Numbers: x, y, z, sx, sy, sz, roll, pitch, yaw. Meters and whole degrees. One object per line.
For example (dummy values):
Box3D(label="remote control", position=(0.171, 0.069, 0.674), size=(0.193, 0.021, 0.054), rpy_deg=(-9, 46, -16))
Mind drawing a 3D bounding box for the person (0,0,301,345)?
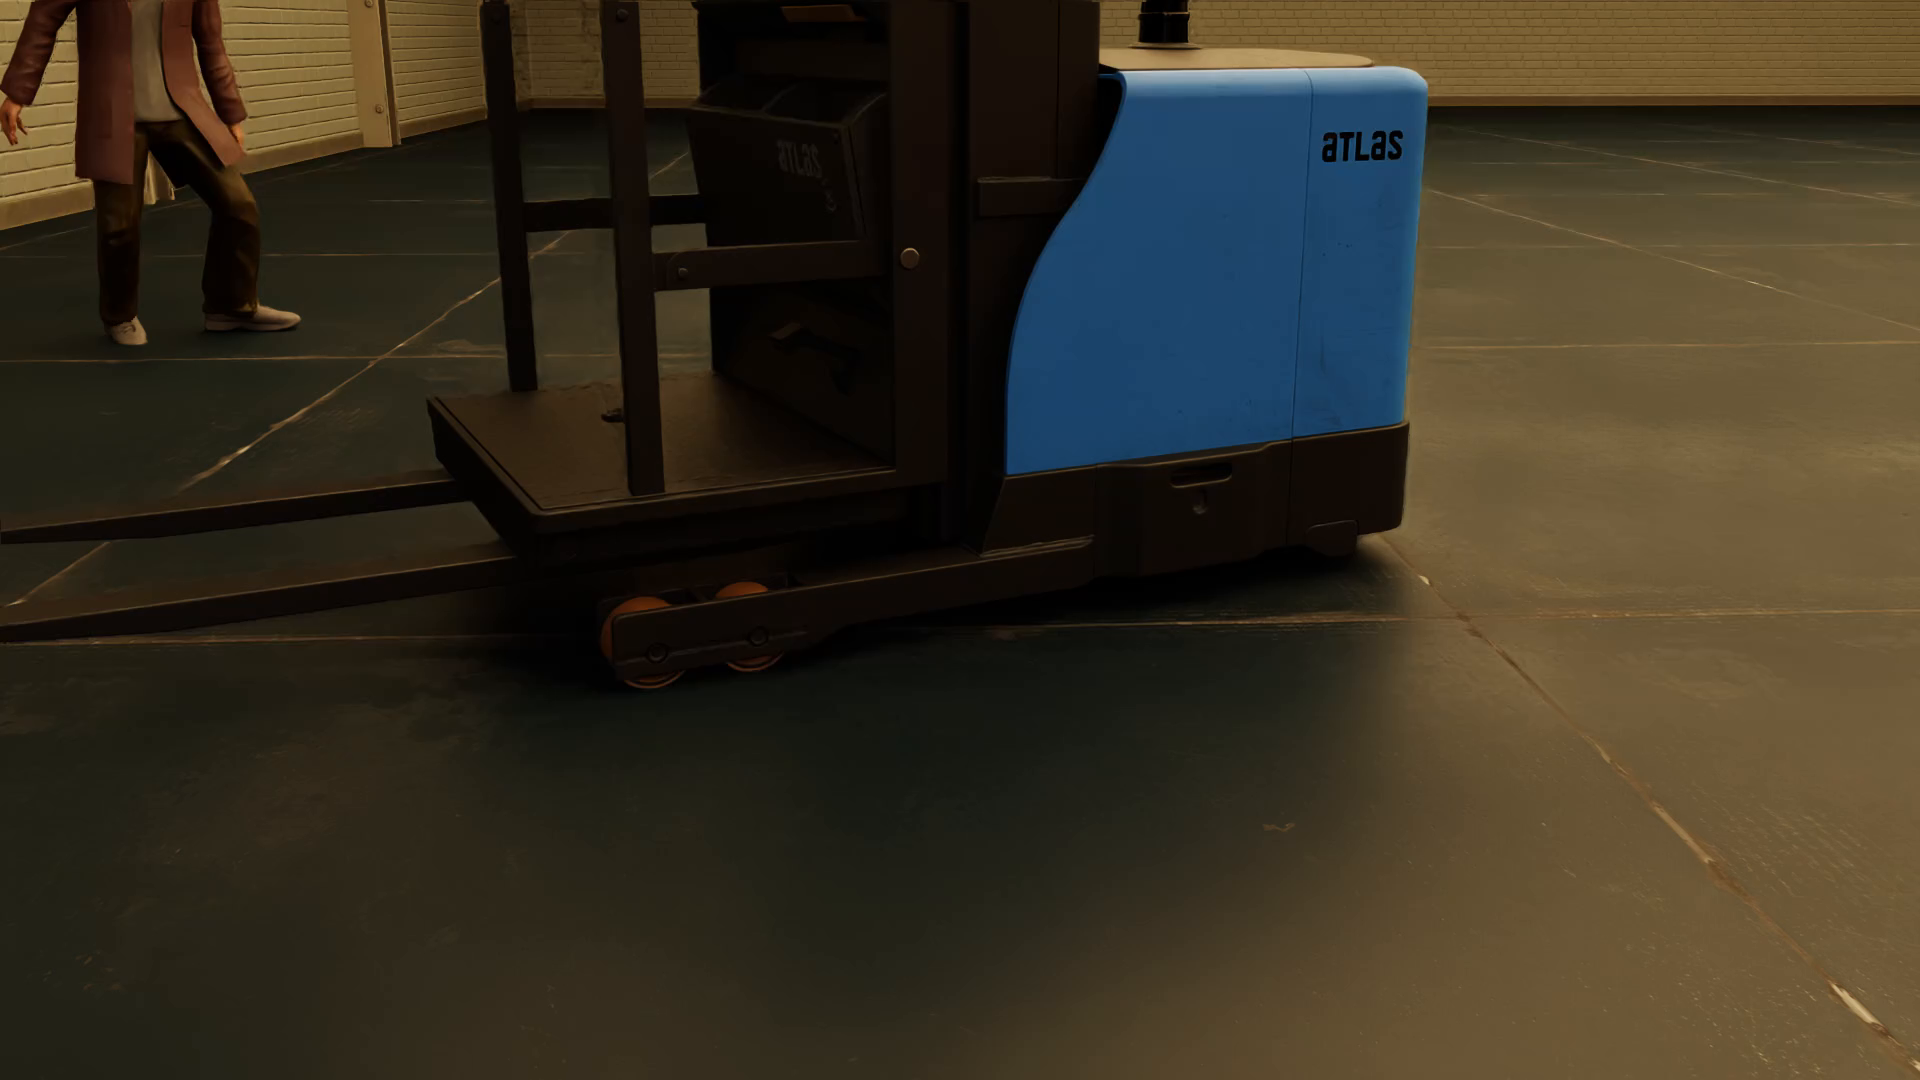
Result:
Box3D(label="person", position=(-3.083, -1.584, 6.262), size=(0.932, 1.759, 0.550), rpy_deg=(-13, 21, -36))

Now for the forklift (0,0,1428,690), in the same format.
Box3D(label="forklift", position=(-0.542, -1.305, 3.175), size=(3.031, 2.935, 1.130), rpy_deg=(-8, 19, -25))
